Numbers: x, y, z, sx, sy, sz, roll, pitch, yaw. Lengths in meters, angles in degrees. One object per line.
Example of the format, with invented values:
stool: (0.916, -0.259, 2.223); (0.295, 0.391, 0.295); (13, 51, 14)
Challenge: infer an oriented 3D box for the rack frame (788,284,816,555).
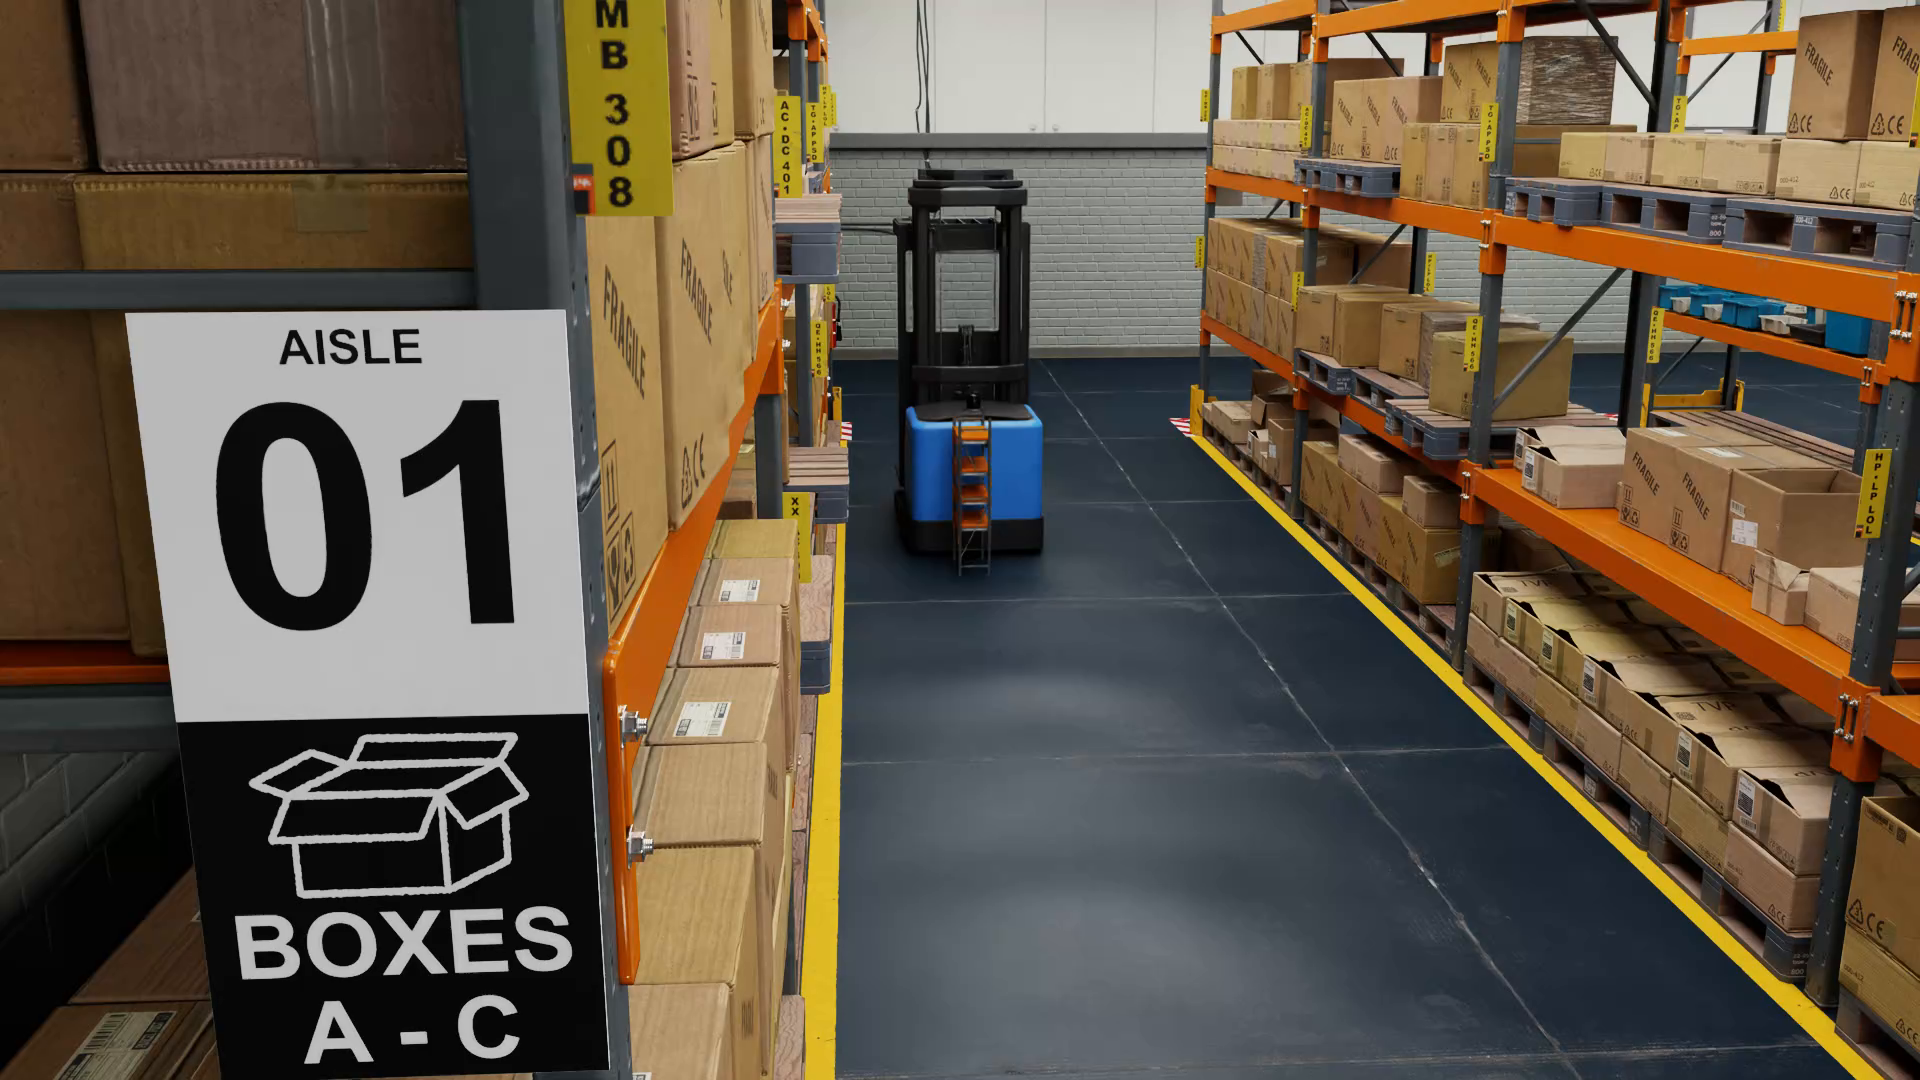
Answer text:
rack frame: (-1.360, -0.572, 9.728); (1.000, 3.000, 0.127); (-1, 14, -3)

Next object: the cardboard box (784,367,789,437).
cardboard box: (-1.321, -0.716, 9.207); (0.700, 0.500, 0.500); (-3, 15, -10)

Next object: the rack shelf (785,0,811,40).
rack shelf: (-1.236, -2.437, 7.187); (1.077, 0.370, 4.000); (-1, 14, -3)

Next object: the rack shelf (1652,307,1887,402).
rack shelf: (8.156, -1.868, 16.212); (1.077, 0.370, 4.000); (-1, 14, -3)

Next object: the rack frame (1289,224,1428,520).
rack frame: (3.336, -1.644, 13.895); (1.000, 3.000, 0.127); (-1, 14, -3)

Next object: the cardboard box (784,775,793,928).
cardboard box: (-0.711, 0.848, 4.471); (0.500, 0.250, 0.500); (-1, 14, -4)

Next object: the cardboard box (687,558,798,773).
cardboard box: (-0.738, 0.360, 4.864); (0.500, 0.500, 0.500); (-1, 14, -4)

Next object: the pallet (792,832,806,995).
pallet: (-1.162, 1.580, 6.962); (1.003, 0.211, 1.213); (-1, 14, -3)

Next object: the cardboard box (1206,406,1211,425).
cardboard box: (2.786, -1.308, 17.393); (0.380, 0.166, 0.250); (-1, 14, -3)

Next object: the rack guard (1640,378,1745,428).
rack guard: (8.018, -1.509, 18.389); (1.175, 0.500, 0.348); (-1, 14, -3)

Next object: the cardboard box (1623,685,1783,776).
cardboard box: (3.453, 0.853, 7.742); (0.500, 0.311, 0.500); (-1, 14, -4)

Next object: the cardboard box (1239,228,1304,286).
cardboard box: (2.951, -2.676, 15.700); (0.500, 0.500, 0.500); (-1, 14, -4)

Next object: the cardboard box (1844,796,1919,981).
cardboard box: (3.548, 1.231, 5.892); (0.500, 0.500, 0.500); (-1, 14, -3)

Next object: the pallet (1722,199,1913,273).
pallet: (3.764, -1.233, 6.664); (0.805, 0.209, 1.217); (-1, 15, -6)

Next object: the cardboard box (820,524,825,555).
cardboard box: (-1.323, -0.137, 11.509); (0.750, 0.750, 0.750); (-1, 14, -4)

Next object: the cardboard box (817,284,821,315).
cardboard box: (-1.270, -1.765, 12.025); (0.500, 0.250, 0.500); (-1, 14, -2)

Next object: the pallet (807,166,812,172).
pallet: (-1.525, -2.370, 11.078); (1.003, 0.211, 1.213); (0, 14, -1)

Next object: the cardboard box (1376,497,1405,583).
cardboard box: (3.260, -0.009, 11.676); (0.500, 0.500, 0.500); (-1, 14, -5)

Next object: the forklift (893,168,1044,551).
forklift: (0.007, -1.646, 14.043); (1.130, 2.935, 3.031); (-1, 14, -5)

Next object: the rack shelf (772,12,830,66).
rack shelf: (-1.732, -4.427, 14.920); (1.077, 0.370, 4.000); (-1, 14, -3)

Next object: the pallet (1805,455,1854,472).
pallet: (8.196, -0.551, 15.245); (1.003, 0.211, 1.213); (-1, 14, -3)

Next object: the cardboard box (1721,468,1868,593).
cardboard box: (3.767, -0.025, 7.403); (0.500, 0.500, 0.500); (0, 14, 1)

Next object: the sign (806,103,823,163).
sign: (-0.819, -2.283, 9.321); (0.100, 0.325, 0.005); (-1, 14, -3)

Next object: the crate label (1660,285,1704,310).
crate label: (7.719, -2.596, 17.810); (0.416, 0.233, 0.303); (-1, 14, -3)

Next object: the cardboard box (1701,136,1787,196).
cardboard box: (3.774, -1.714, 7.607); (0.500, 0.250, 0.500); (-2, 15, -8)

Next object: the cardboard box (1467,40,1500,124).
cardboard box: (3.531, -2.870, 10.433); (0.500, 0.500, 0.500); (-1, 14, -3)

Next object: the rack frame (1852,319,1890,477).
rack frame: (8.280, -1.719, 14.189); (1.000, 3.000, 0.127); (-1, 14, -3)

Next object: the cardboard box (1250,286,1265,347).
cardboard box: (2.981, -2.068, 15.345); (0.500, 0.500, 0.500); (-1, 14, -2)

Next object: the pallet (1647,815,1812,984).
pallet: (3.747, 1.514, 7.220); (1.003, 0.211, 1.213); (-1, 14, -3)

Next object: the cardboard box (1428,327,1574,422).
cardboard box: (3.432, -1.056, 10.566); (0.700, 0.500, 0.500); (-6, 16, -22)

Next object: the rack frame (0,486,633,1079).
rack frame: (-0.865, 1.418, 1.995); (1.000, 3.000, 0.127); (-1, 14, -3)

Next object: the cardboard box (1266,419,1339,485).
cardboard box: (3.017, -0.784, 14.686); (0.500, 0.500, 0.500); (-1, 14, -3)

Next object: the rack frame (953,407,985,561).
rack frame: (0.066, -0.425, 12.770); (0.240, 1.200, 0.015); (-1, 14, -5)

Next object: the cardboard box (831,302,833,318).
cardboard box: (-1.814, -2.580, 16.931); (0.980, 0.700, 0.700); (0, 14, -1)

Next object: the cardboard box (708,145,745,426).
cardboard box: (-0.670, -0.443, 2.968); (0.500, 0.500, 0.500); (0, 14, -1)

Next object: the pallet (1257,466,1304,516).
pallet: (3.294, -0.464, 14.907); (1.003, 0.211, 1.213); (-1, 14, -3)

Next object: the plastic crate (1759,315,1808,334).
plastic crate: (7.872, -2.049, 15.879); (0.293, 0.136, 0.466); (-1, 14, -3)

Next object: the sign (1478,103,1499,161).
sign: (3.042, -2.344, 9.560); (0.100, 0.325, 0.005); (-1, 14, -3)

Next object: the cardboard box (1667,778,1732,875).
cardboard box: (3.487, 1.250, 7.325); (0.500, 0.250, 0.500); (-1, 14, -4)

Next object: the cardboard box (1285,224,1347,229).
cardboard box: (3.459, -2.810, 16.222); (0.500, 0.500, 0.500); (0, 14, -2)

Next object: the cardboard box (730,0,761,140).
cardboard box: (-0.724, -1.186, 3.847); (0.500, 0.500, 0.500); (-1, 14, -5)

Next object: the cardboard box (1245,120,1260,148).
cardboard box: (2.948, -3.756, 15.382); (0.500, 0.250, 0.500); (-1, 14, -3)

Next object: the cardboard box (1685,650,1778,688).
cardboard box: (3.958, 0.714, 8.283); (0.500, 0.311, 0.500); (0, 14, -2)

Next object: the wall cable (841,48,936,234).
wall cable: (-1.850, -5.375, 22.589); (3.097, 2.526, 0.112); (-1, 14, -3)

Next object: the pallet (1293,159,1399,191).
pallet: (3.306, -2.842, 12.910); (1.213, 0.211, 1.003); (-1, 14, -3)

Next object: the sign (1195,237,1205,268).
sign: (2.546, -3.049, 17.621); (0.100, 0.325, 0.005); (-1, 14, -3)

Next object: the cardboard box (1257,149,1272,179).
cardboard box: (2.980, -3.389, 14.961); (0.500, 0.250, 0.500); (-1, 14, -3)

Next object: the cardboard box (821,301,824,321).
cardboard box: (-1.286, -1.531, 12.619); (0.500, 0.500, 0.500); (-1, 14, -3)

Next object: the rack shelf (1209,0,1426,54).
rack shelf: (3.212, -4.697, 15.171); (1.077, 0.370, 4.000); (-1, 14, -3)

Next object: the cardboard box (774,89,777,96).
cardboard box: (-1.554, -2.674, 10.797); (0.700, 0.500, 0.500); (0, 14, -1)

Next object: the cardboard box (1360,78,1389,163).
cardboard box: (3.358, -3.104, 12.308); (0.600, 0.600, 0.600); (-1, 14, -4)

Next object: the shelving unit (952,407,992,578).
shelving unit: (0.088, -0.364, 12.535); (0.258, 1.200, 0.503); (-1, 14, -5)

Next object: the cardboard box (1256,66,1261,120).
cardboard box: (3.220, -4.248, 15.790); (0.700, 0.500, 0.500); (-1, 14, -3)

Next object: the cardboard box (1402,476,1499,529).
cardboard box: (3.284, -0.258, 11.136); (0.500, 0.250, 0.500); (0, 14, -1)
